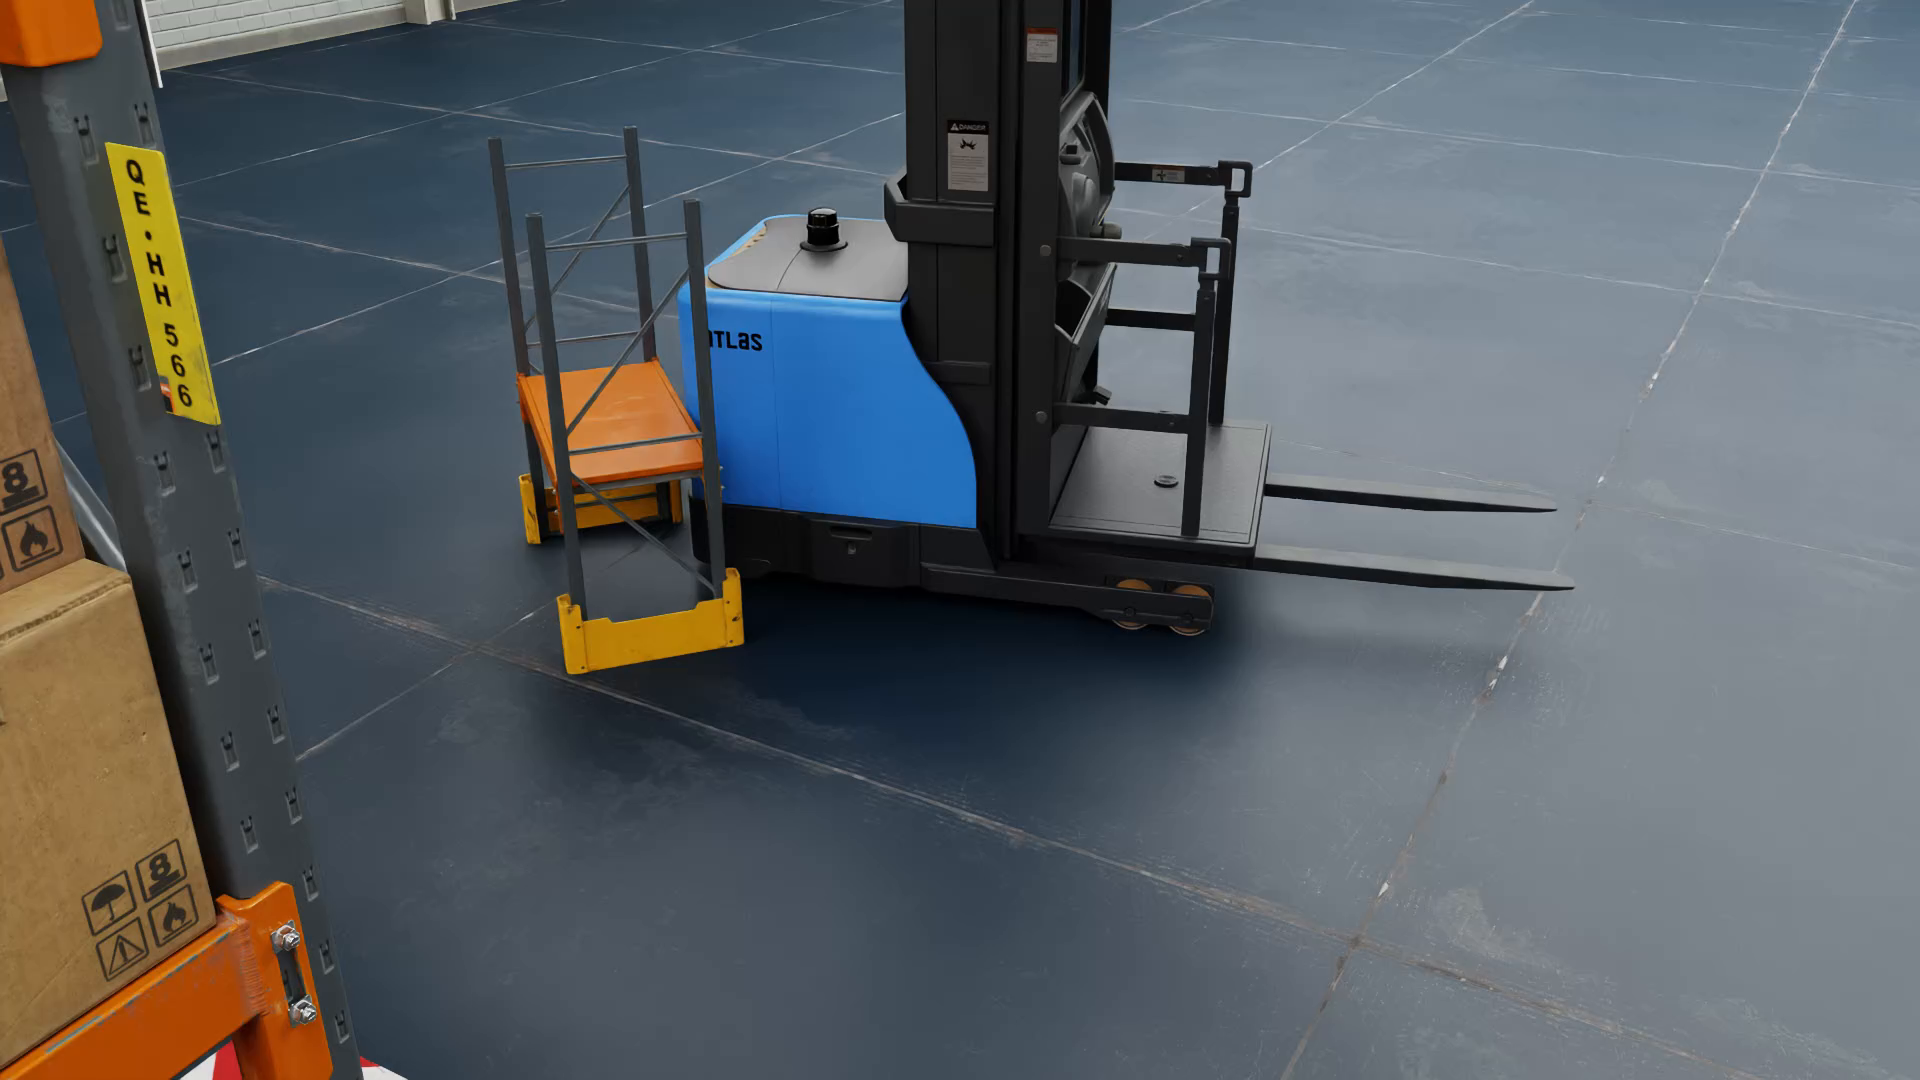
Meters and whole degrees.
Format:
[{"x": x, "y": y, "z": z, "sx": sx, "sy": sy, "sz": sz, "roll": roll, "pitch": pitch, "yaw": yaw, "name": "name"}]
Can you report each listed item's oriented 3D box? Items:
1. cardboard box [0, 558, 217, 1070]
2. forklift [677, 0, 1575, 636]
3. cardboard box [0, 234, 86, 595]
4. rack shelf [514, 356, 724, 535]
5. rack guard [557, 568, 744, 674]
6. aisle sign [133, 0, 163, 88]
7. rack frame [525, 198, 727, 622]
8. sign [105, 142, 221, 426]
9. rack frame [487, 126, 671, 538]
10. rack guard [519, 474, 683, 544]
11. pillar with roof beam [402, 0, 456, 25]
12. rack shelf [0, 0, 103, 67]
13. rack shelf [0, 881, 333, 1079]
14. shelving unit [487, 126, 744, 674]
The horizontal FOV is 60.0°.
[{"x": -1.531, "y": 0.295, "z": 2.143, "sx": 0.875, "sy": 0.550, "sz": 0.550, "roll": 14, "pitch": 30, "yaw": 26, "name": "cardboard box"}, {"x": 0.609, "y": -1.249, "z": 5.471, "sx": 3.031, "sy": 2.935, "sz": 1.130, "roll": 6, "pitch": 27, "yaw": 11, "name": "forklift"}, {"x": -1.604, "y": -0.207, "z": 1.938, "sx": 0.875, "sy": 0.550, "sz": 0.550, "roll": 14, "pitch": 30, "yaw": 26, "name": "cardboard box"}, {"x": -1.181, "y": -0.348, "z": 5.670, "sx": 0.538, "sy": 0.185, "sz": 1.000, "roll": -9, "pitch": 28, "yaw": -18, "name": "rack shelf"}, {"x": -1.006, "y": 0.263, "z": 5.444, "sx": 0.587, "sy": 0.250, "sz": 0.087, "roll": -9, "pitch": 28, "yaw": -18, "name": "rack guard"}, {"x": -1.092, "y": -0.917, "z": 1.827, "sx": 0.394, "sy": 0.787, "sz": 0.004, "roll": 14, "pitch": 30, "yaw": 26, "name": "aisle sign"}, {"x": -1.006, "y": -0.295, "z": 5.163, "sx": 0.500, "sy": 1.500, "sz": 0.032, "roll": -9, "pitch": 28, "yaw": -18, "name": "rack frame"}, {"x": -0.922, "y": -0.292, "z": 1.924, "sx": 0.100, "sy": 0.325, "sz": 0.005, "roll": 14, "pitch": 30, "yaw": 26, "name": "sign"}, {"x": -1.356, "y": -0.722, "z": 6.016, "sx": 0.500, "sy": 1.500, "sz": 0.032, "roll": -9, "pitch": 28, "yaw": -18, "name": "rack frame"}, {"x": -1.349, "y": -0.155, "z": 6.280, "sx": 0.587, "sy": 0.250, "sz": 0.087, "roll": -9, "pitch": 28, "yaw": -18, "name": "rack guard"}, {"x": -1.547, "y": -8.274, "z": 12.725, "sx": 9.100, "sy": 9.000, "sz": 0.400, "roll": 14, "pitch": 30, "yaw": 26, "name": "pillar with roof beam"}, {"x": -2.372, "y": -0.033, "z": 0.418, "sx": 1.077, "sy": 0.370, "sz": 4.000, "roll": 14, "pitch": 30, "yaw": 26, "name": "rack shelf"}, {"x": -2.372, "y": 1.308, "z": 1.089, "sx": 1.077, "sy": 0.370, "sz": 4.000, "roll": 14, "pitch": 30, "yaw": 26, "name": "rack shelf"}, {"x": -1.178, "y": -0.505, "z": 5.582, "sx": 0.587, "sy": 1.500, "sz": 1.083, "roll": -9, "pitch": 28, "yaw": -18, "name": "shelving unit"}]
